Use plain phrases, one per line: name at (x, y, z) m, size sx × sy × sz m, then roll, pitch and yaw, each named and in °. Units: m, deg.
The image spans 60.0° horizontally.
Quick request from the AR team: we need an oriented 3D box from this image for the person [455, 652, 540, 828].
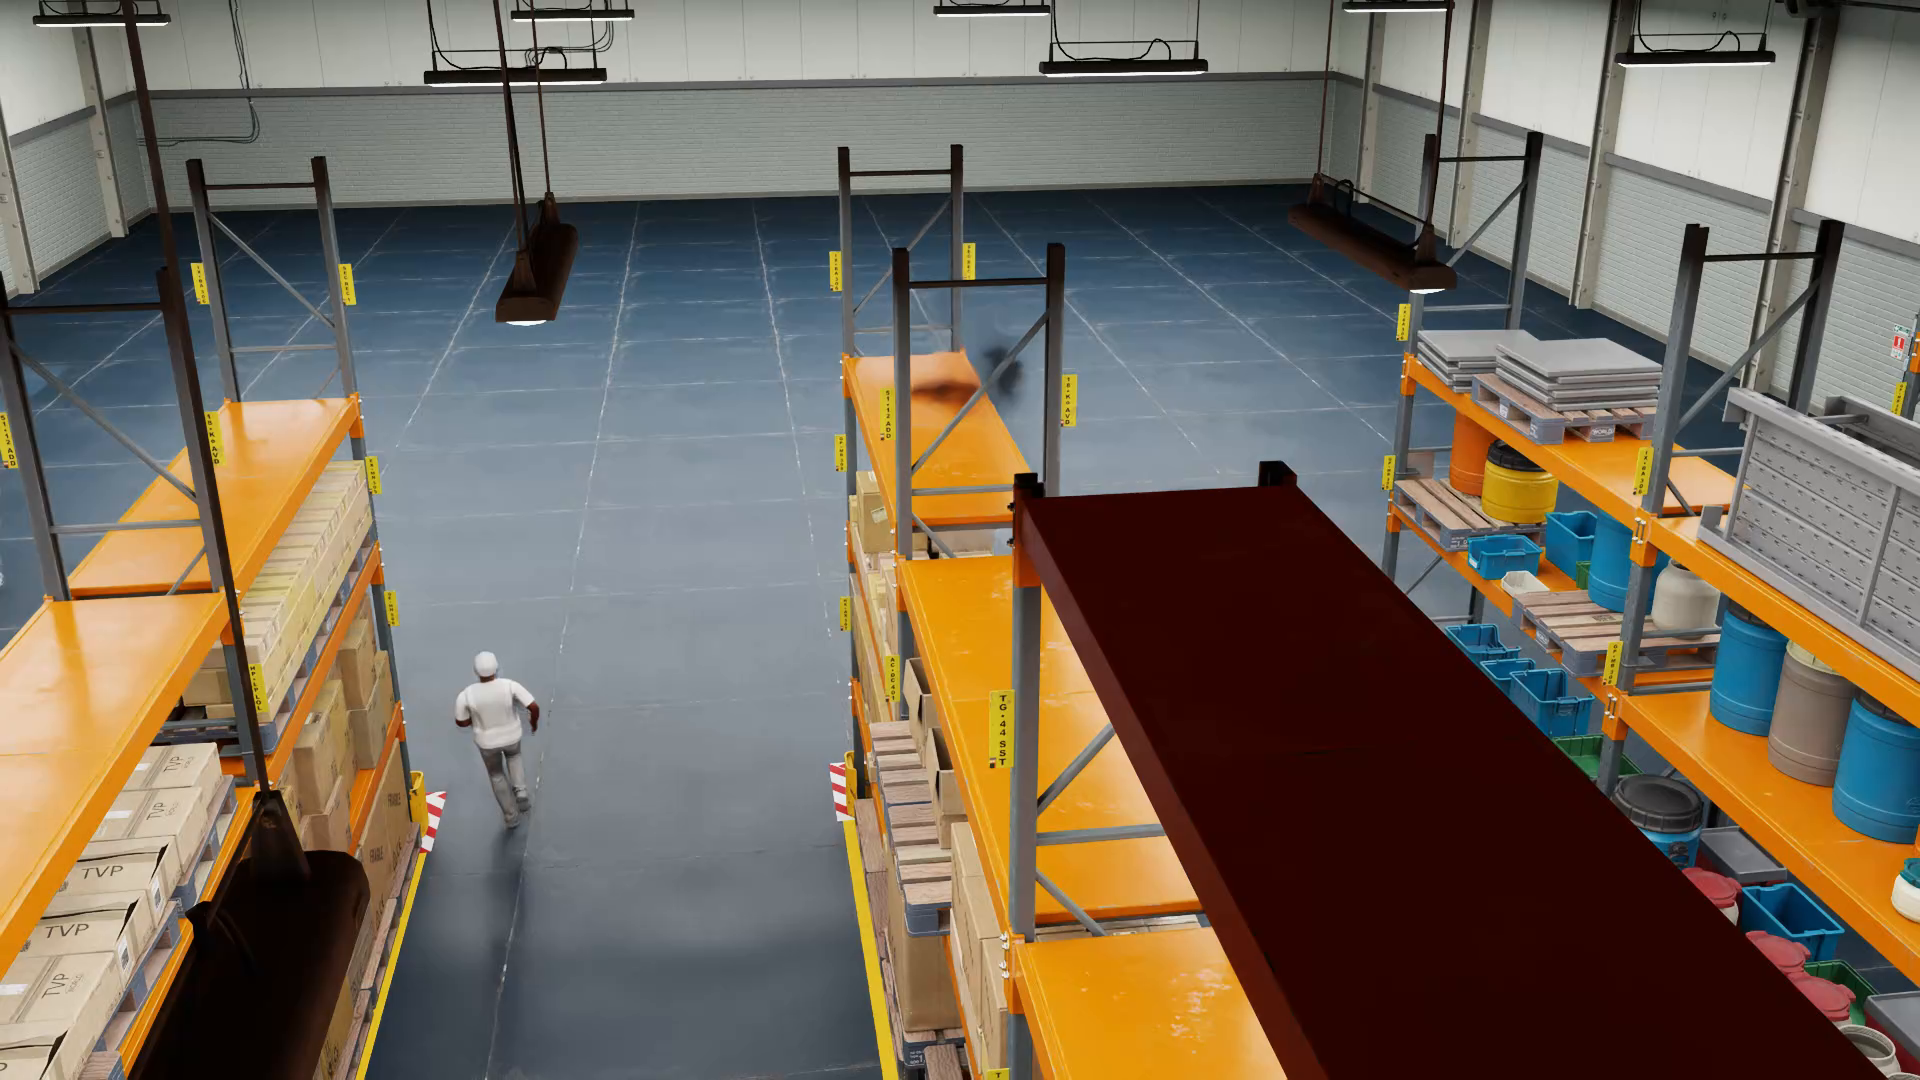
person at (-4.138, 1.752, 14.896) m, size 0.696 × 1.715 × 0.607 m, roll -10°, pitch 24°, yaw -23°
